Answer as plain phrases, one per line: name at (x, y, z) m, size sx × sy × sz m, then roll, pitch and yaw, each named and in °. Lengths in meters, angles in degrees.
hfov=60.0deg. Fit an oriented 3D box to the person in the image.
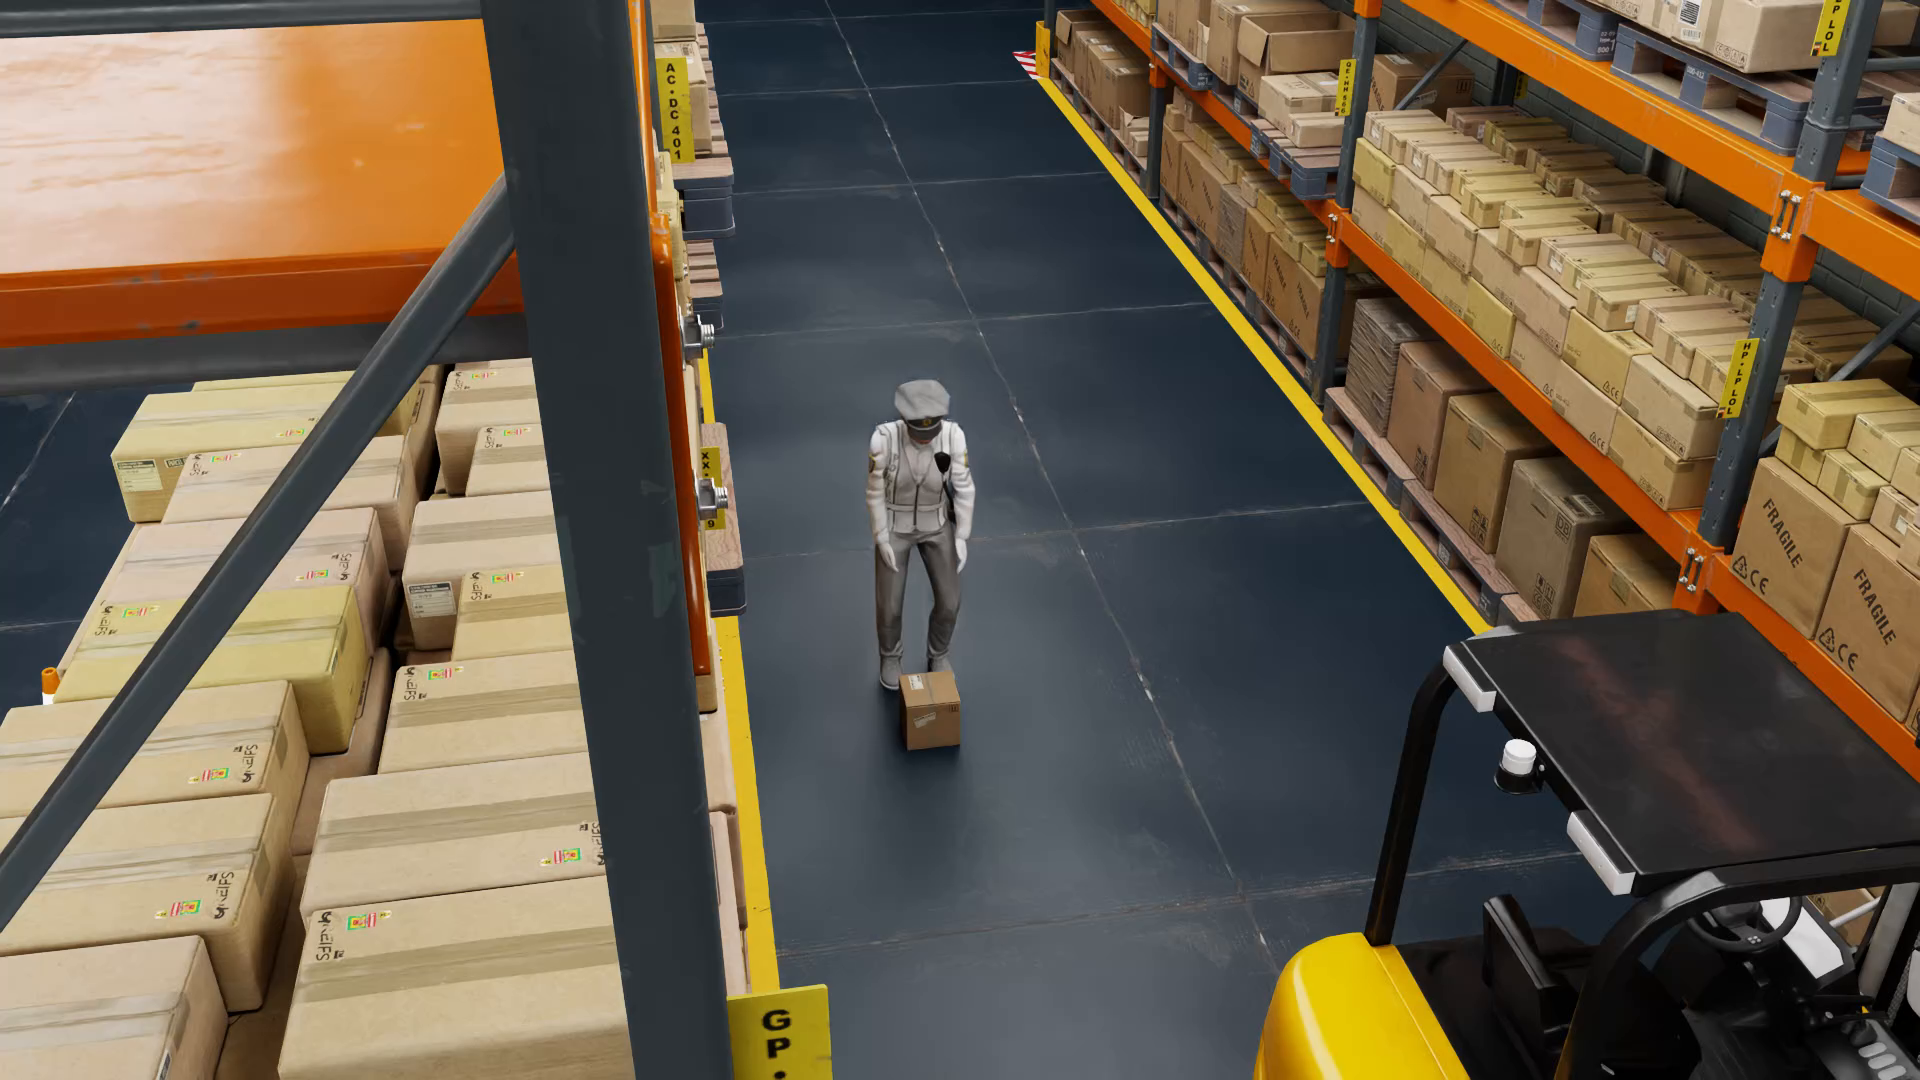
person at (-0.181, -0.023, 7.741) m, size 0.508 × 1.604 × 0.485 m, roll -4°, pitch 31°, yaw -6°
